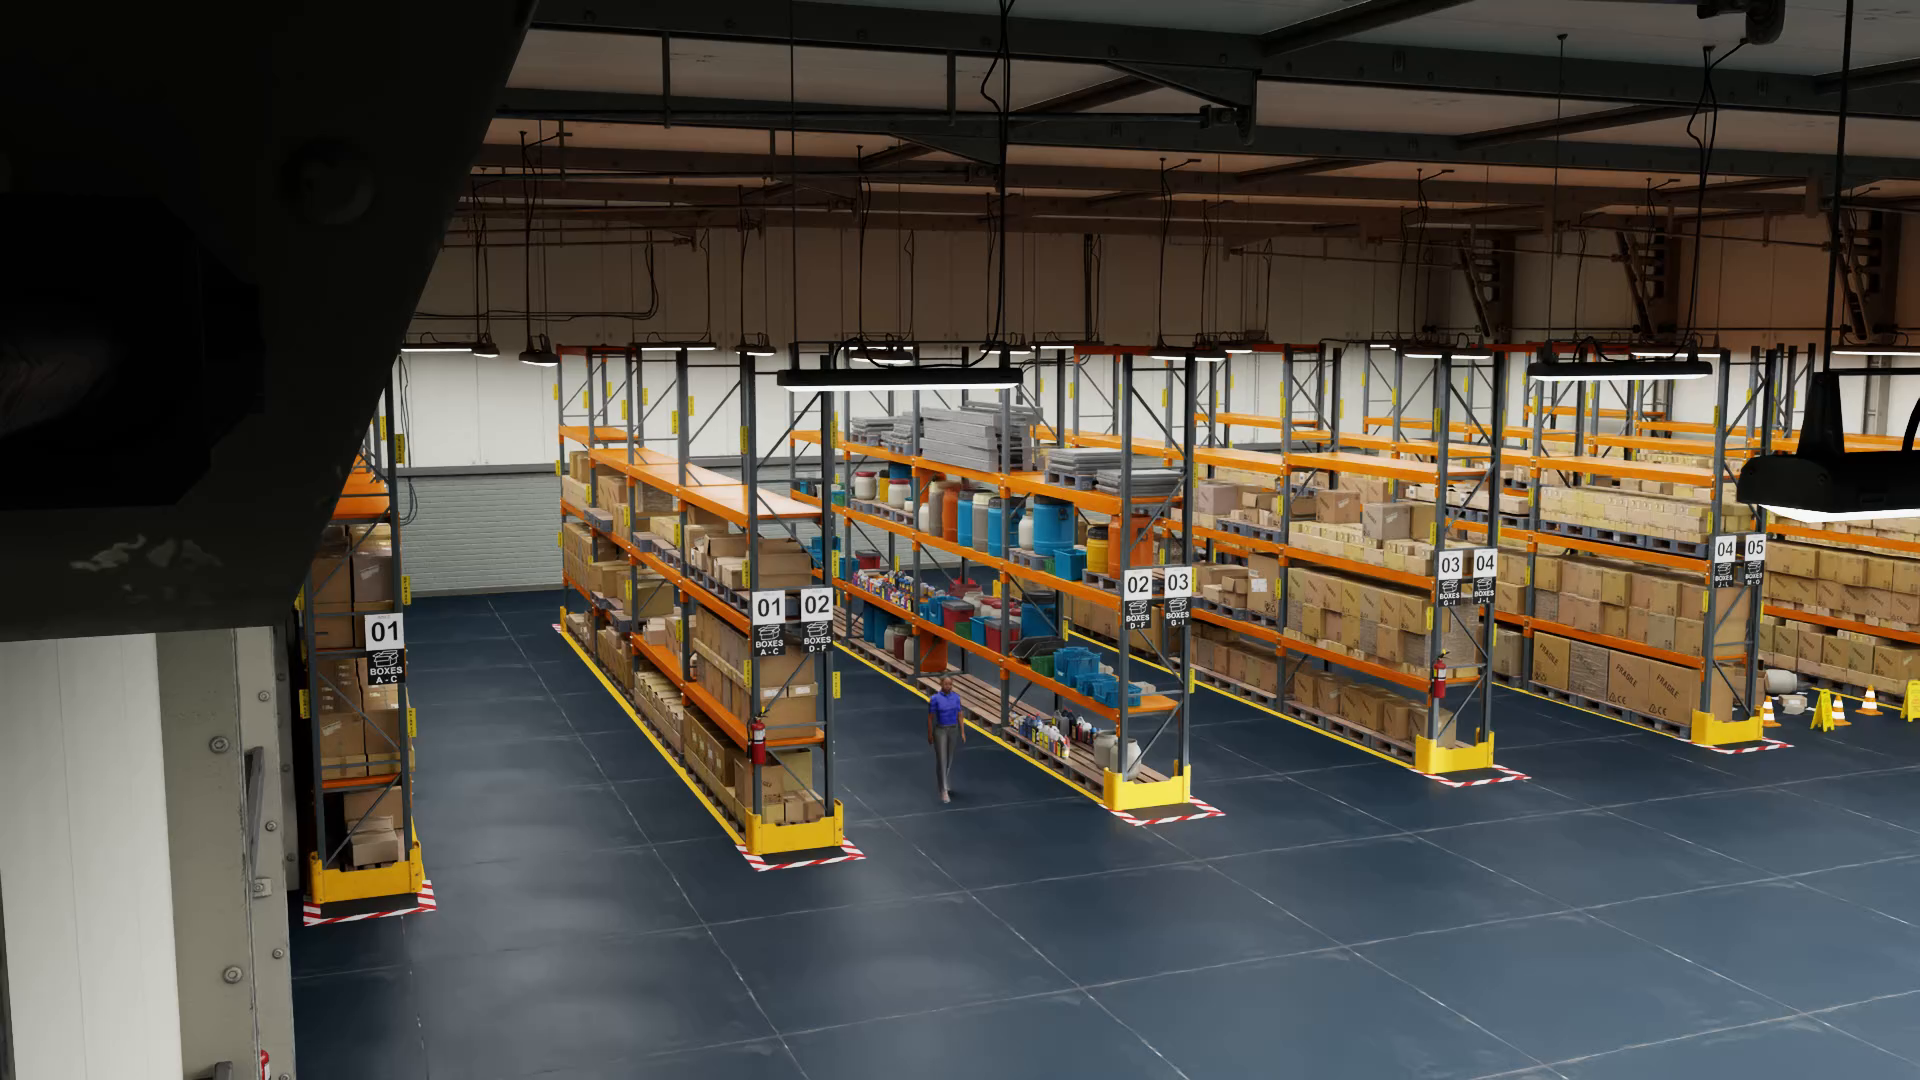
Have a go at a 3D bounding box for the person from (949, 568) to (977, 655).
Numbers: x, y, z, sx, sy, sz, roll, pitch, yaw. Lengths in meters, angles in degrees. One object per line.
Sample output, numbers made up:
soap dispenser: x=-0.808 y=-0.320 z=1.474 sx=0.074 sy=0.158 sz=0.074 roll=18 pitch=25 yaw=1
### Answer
person: x=0.108 y=1.348 z=32.602 sx=0.561 sy=1.662 sz=1.078 roll=-3 pitch=8 yaw=-24

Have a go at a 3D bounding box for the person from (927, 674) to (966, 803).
person: x=-0.168 y=2.666 z=22.581 sx=0.464 sy=1.682 sz=0.712 roll=-4 pitch=8 yaw=-27

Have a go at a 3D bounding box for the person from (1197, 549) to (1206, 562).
person: x=5.162 y=1.037 z=35.242 sx=0.518 sy=1.673 sz=0.497 roll=-2 pitch=7 yaw=-13

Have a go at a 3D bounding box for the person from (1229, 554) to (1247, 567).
person: x=6.919 y=0.208 z=41.583 sx=0.679 sy=1.734 sz=0.572 roll=2 pitch=8 yaw=18
